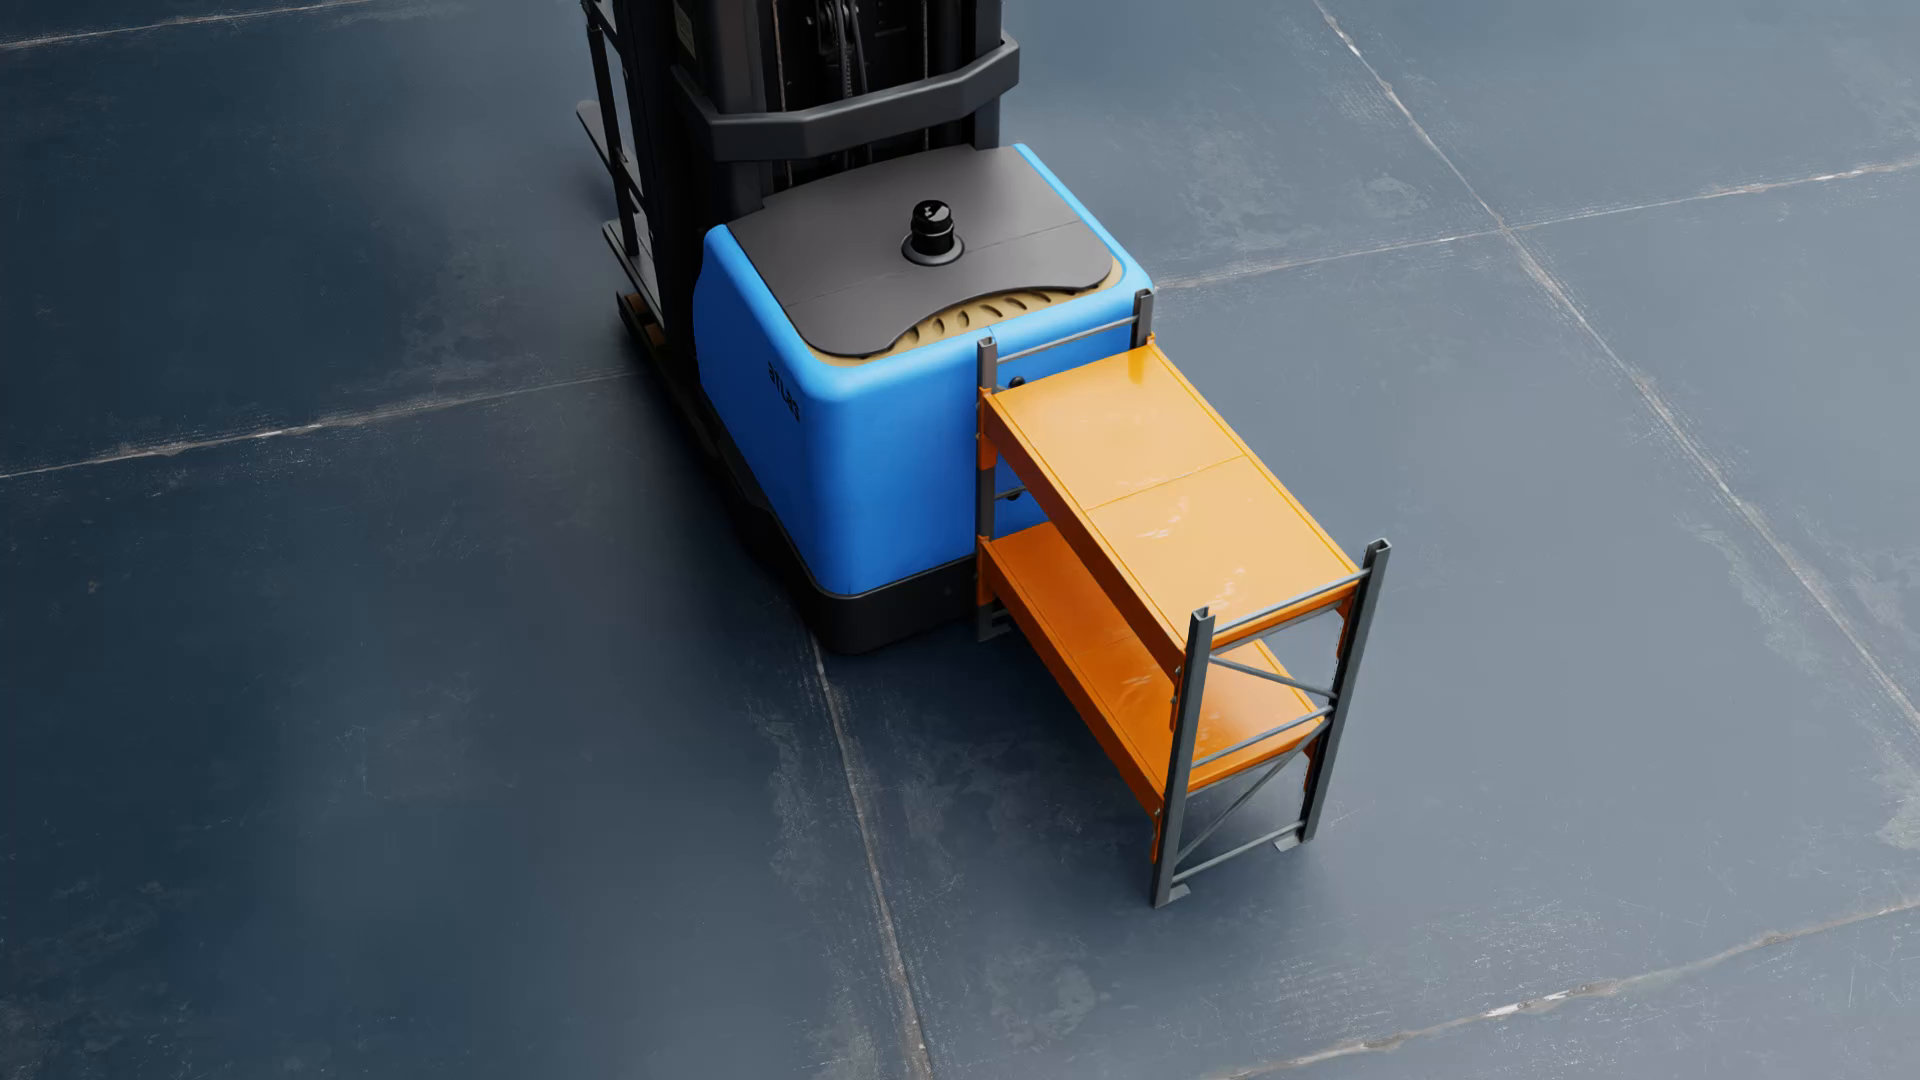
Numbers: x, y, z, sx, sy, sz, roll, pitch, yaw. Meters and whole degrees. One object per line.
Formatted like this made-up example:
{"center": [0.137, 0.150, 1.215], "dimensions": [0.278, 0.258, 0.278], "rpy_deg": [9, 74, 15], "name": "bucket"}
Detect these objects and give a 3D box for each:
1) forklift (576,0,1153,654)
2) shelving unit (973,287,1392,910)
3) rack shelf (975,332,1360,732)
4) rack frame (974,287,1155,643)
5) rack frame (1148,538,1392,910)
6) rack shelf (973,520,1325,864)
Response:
{"center": [-0.566, -1.753, 4.916], "dimensions": [1.130, 2.935, 3.031], "rpy_deg": [-19, 49, -18], "name": "forklift"}
{"center": [0.498, 0.150, 4.315], "dimensions": [0.538, 1.125, 1.048], "rpy_deg": [-19, 49, -18], "name": "shelving unit"}
{"center": [0.498, -0.055, 4.106], "dimensions": [0.538, 0.278, 1.000], "rpy_deg": [-19, 49, -18], "name": "rack shelf"}
{"center": [0.273, -0.176, 4.635], "dimensions": [0.500, 1.125, 0.032], "rpy_deg": [-19, 49, -18], "name": "rack frame"}
{"center": [0.722, 0.476, 3.996], "dimensions": [0.500, 1.125, 0.032], "rpy_deg": [-19, 49, -18], "name": "rack frame"}
{"center": [0.498, 0.321, 4.490], "dimensions": [0.538, 0.278, 1.000], "rpy_deg": [-19, 49, -18], "name": "rack shelf"}
